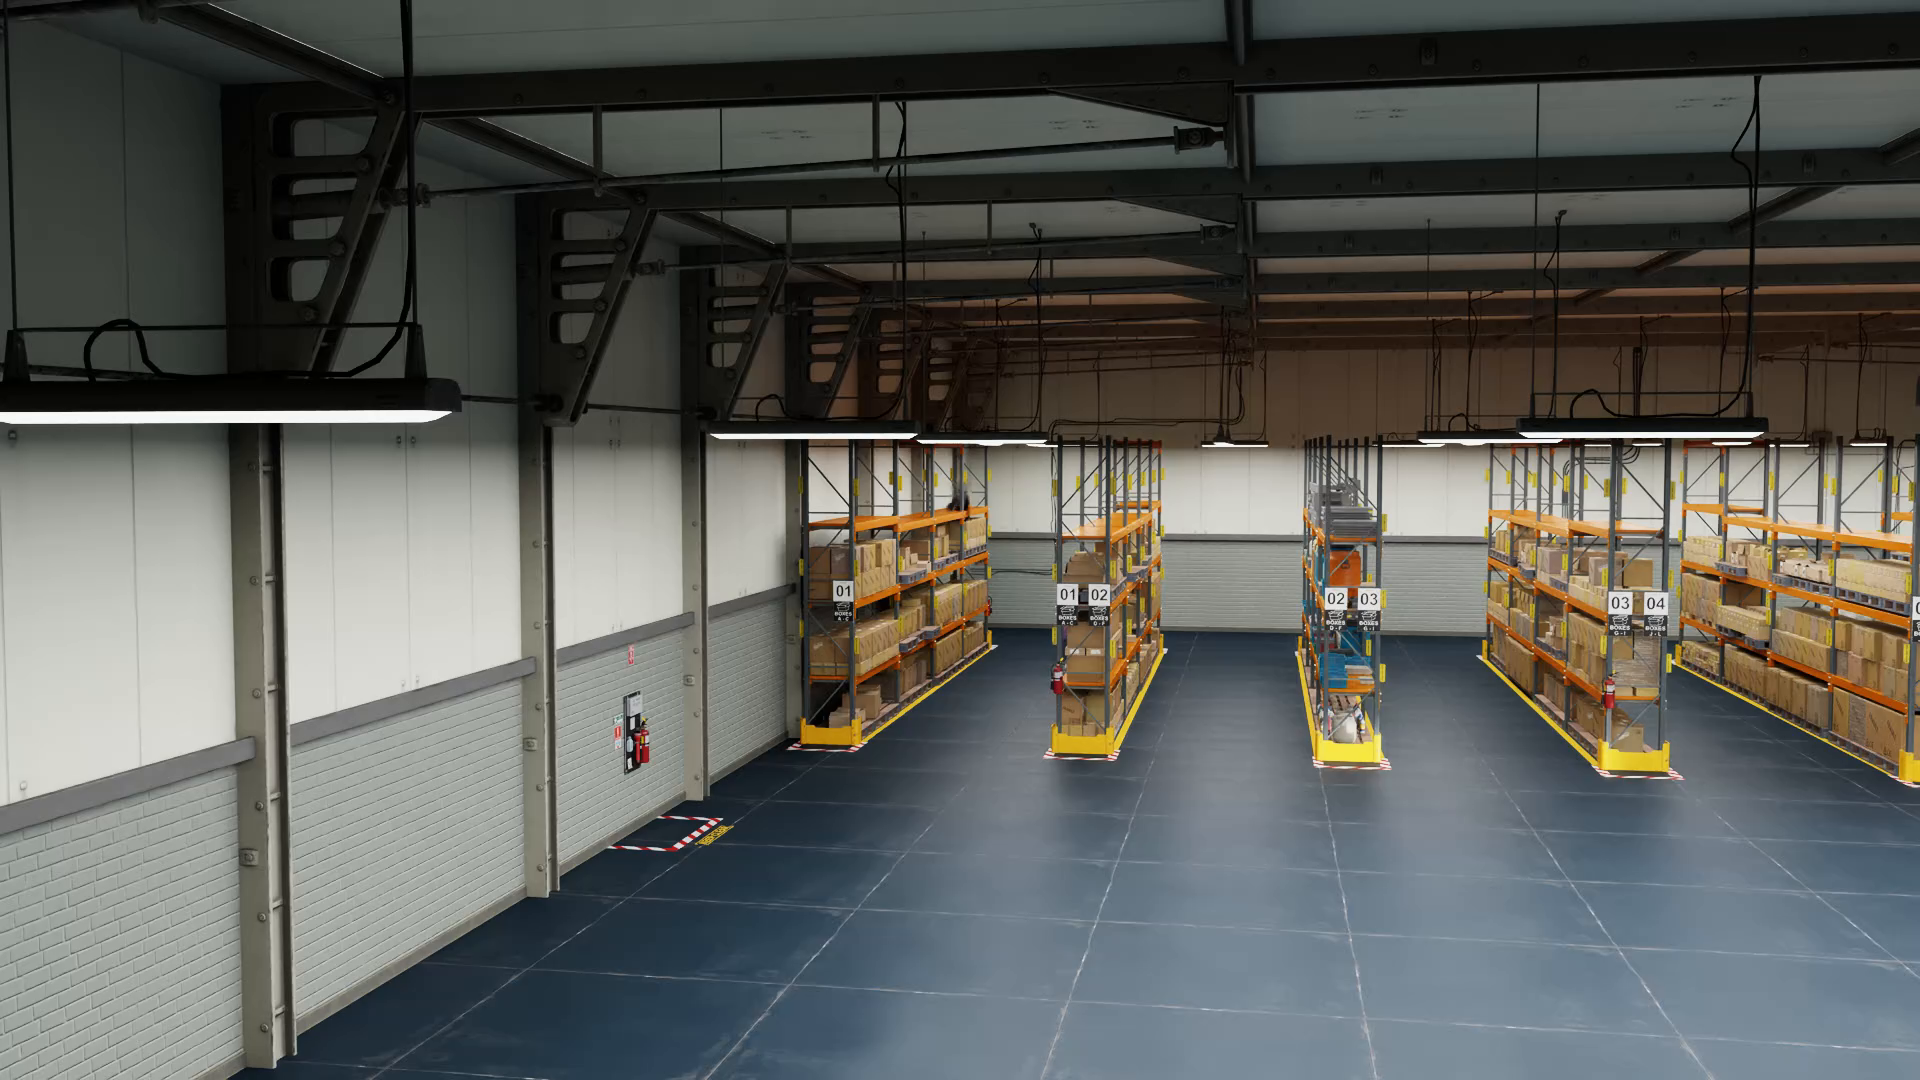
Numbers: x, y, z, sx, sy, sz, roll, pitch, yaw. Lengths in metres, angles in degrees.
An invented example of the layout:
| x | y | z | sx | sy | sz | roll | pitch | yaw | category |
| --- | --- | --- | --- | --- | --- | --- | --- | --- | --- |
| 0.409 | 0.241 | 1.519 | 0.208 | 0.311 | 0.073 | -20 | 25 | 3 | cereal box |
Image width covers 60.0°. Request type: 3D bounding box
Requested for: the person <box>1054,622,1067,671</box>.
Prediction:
| x | y | z | sx | sy | sz | roll | pitch | yaw | category |
| --- | --- | --- | --- | --- | --- | --- | --- | --- | --- |
| 2.699 | 2.564 | 43.185 | 0.533 | 1.609 | 0.861 | 1 | 3 | 10 | person |

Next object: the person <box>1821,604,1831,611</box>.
| x | y | z | sx | sy | sz | roll | pitch | yaw | category |
| --- | --- | --- | --- | --- | --- | --- | --- | --- | --- |
| 24.024 | 2.308 | 46.109 | 1.053 | 1.784 | 0.687 | 0 | 3 | -6 | person |
